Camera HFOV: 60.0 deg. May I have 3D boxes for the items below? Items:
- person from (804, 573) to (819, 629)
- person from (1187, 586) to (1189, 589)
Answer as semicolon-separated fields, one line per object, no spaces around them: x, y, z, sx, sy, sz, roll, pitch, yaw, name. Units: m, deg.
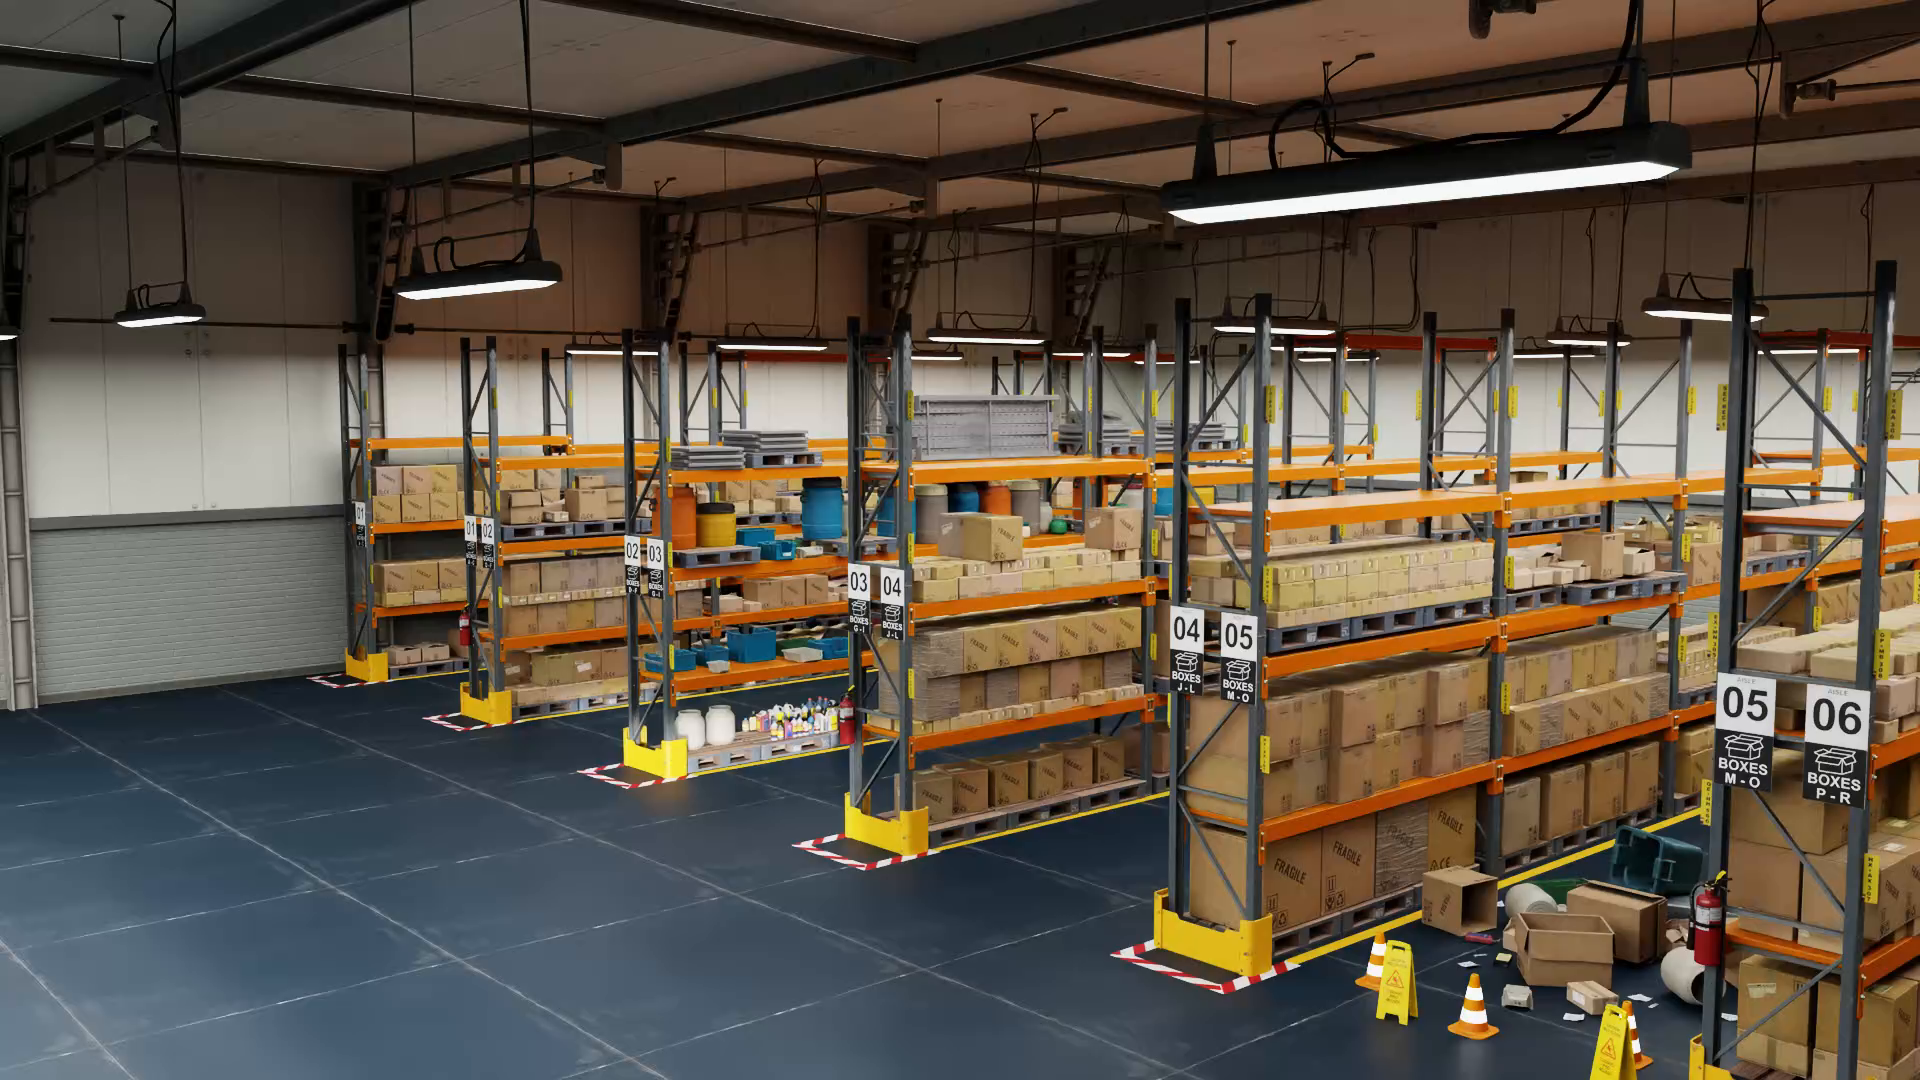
-2.968;1.399;33.484;0.543;1.517;0.889;3;6;34;person
4.684;1.246;34.551;0.606;1.680;0.864;4;6;36;person
